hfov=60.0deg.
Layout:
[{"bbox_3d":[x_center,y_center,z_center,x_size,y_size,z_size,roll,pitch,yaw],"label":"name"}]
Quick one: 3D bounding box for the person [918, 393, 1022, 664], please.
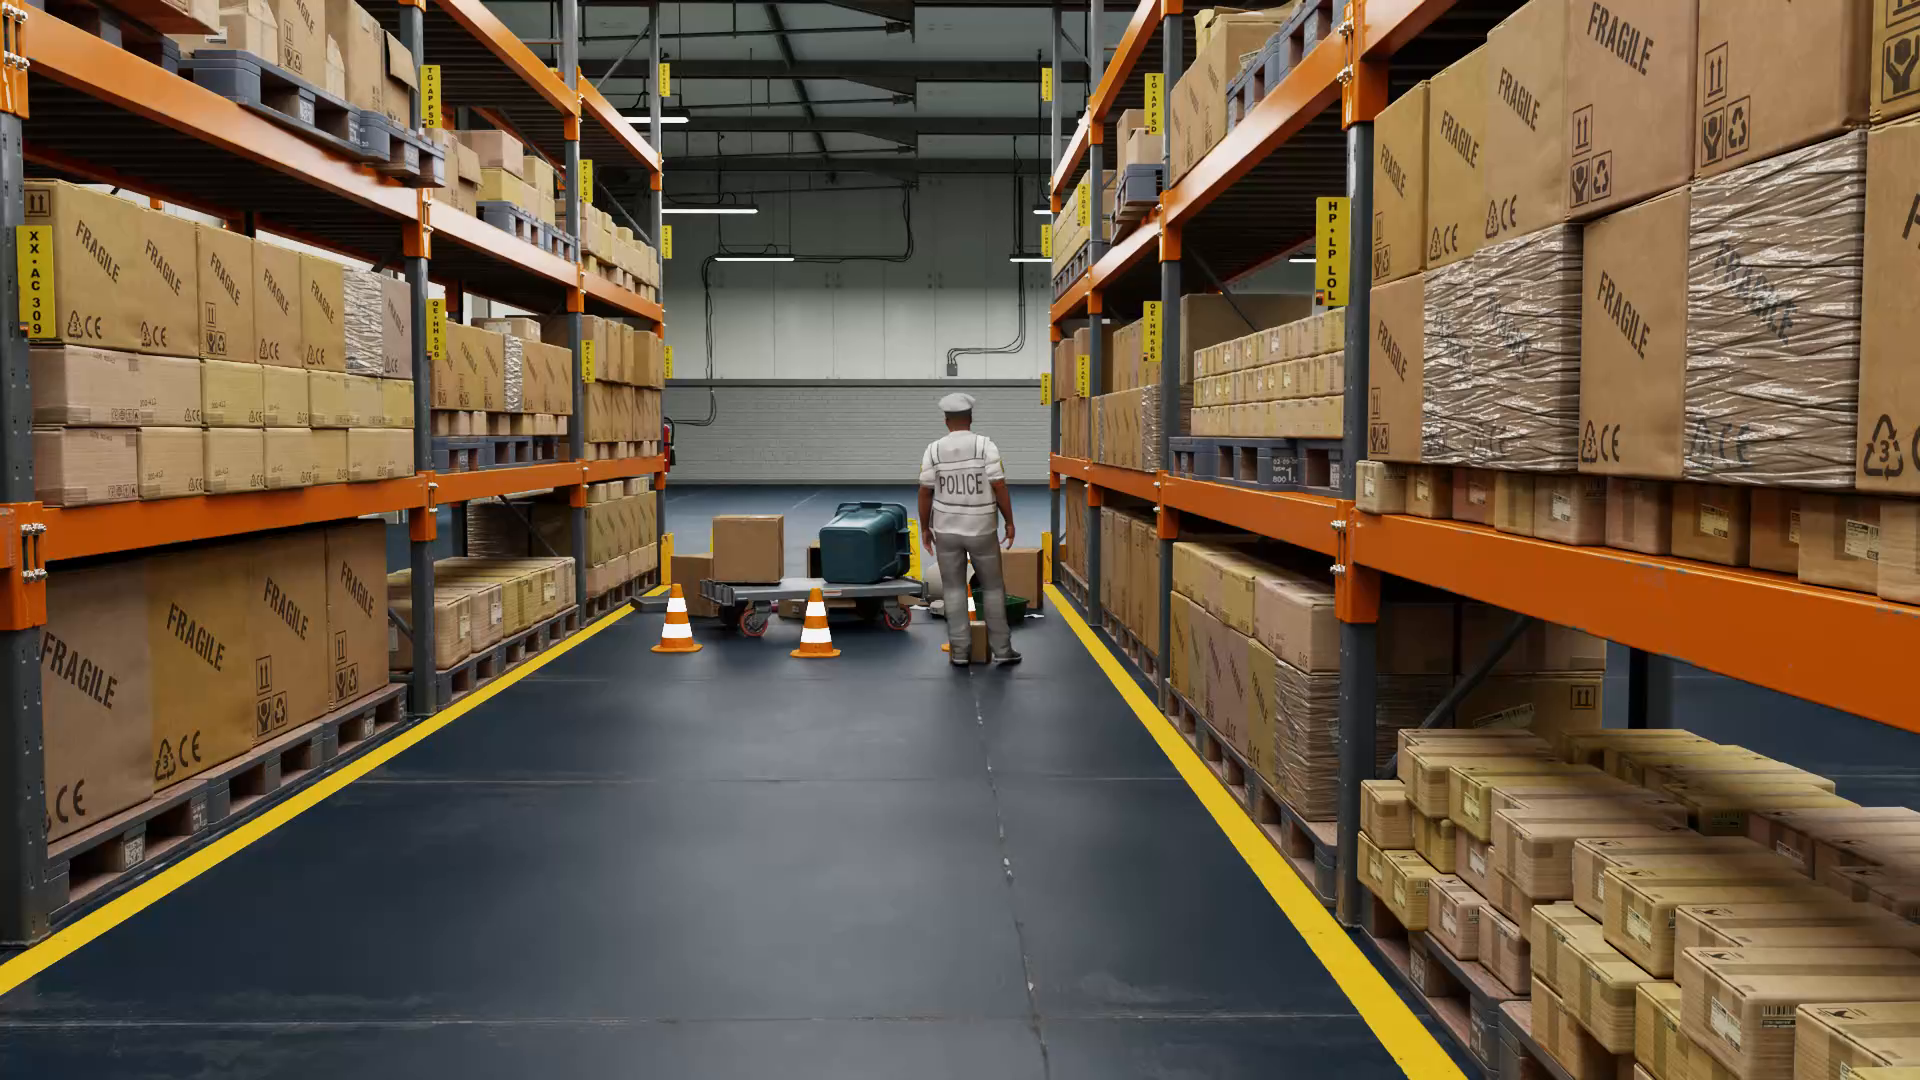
[{"bbox_3d":[0.062,-0.075,10.954,0.640,1.779,0.574,1,4,11],"label":"person"}]
